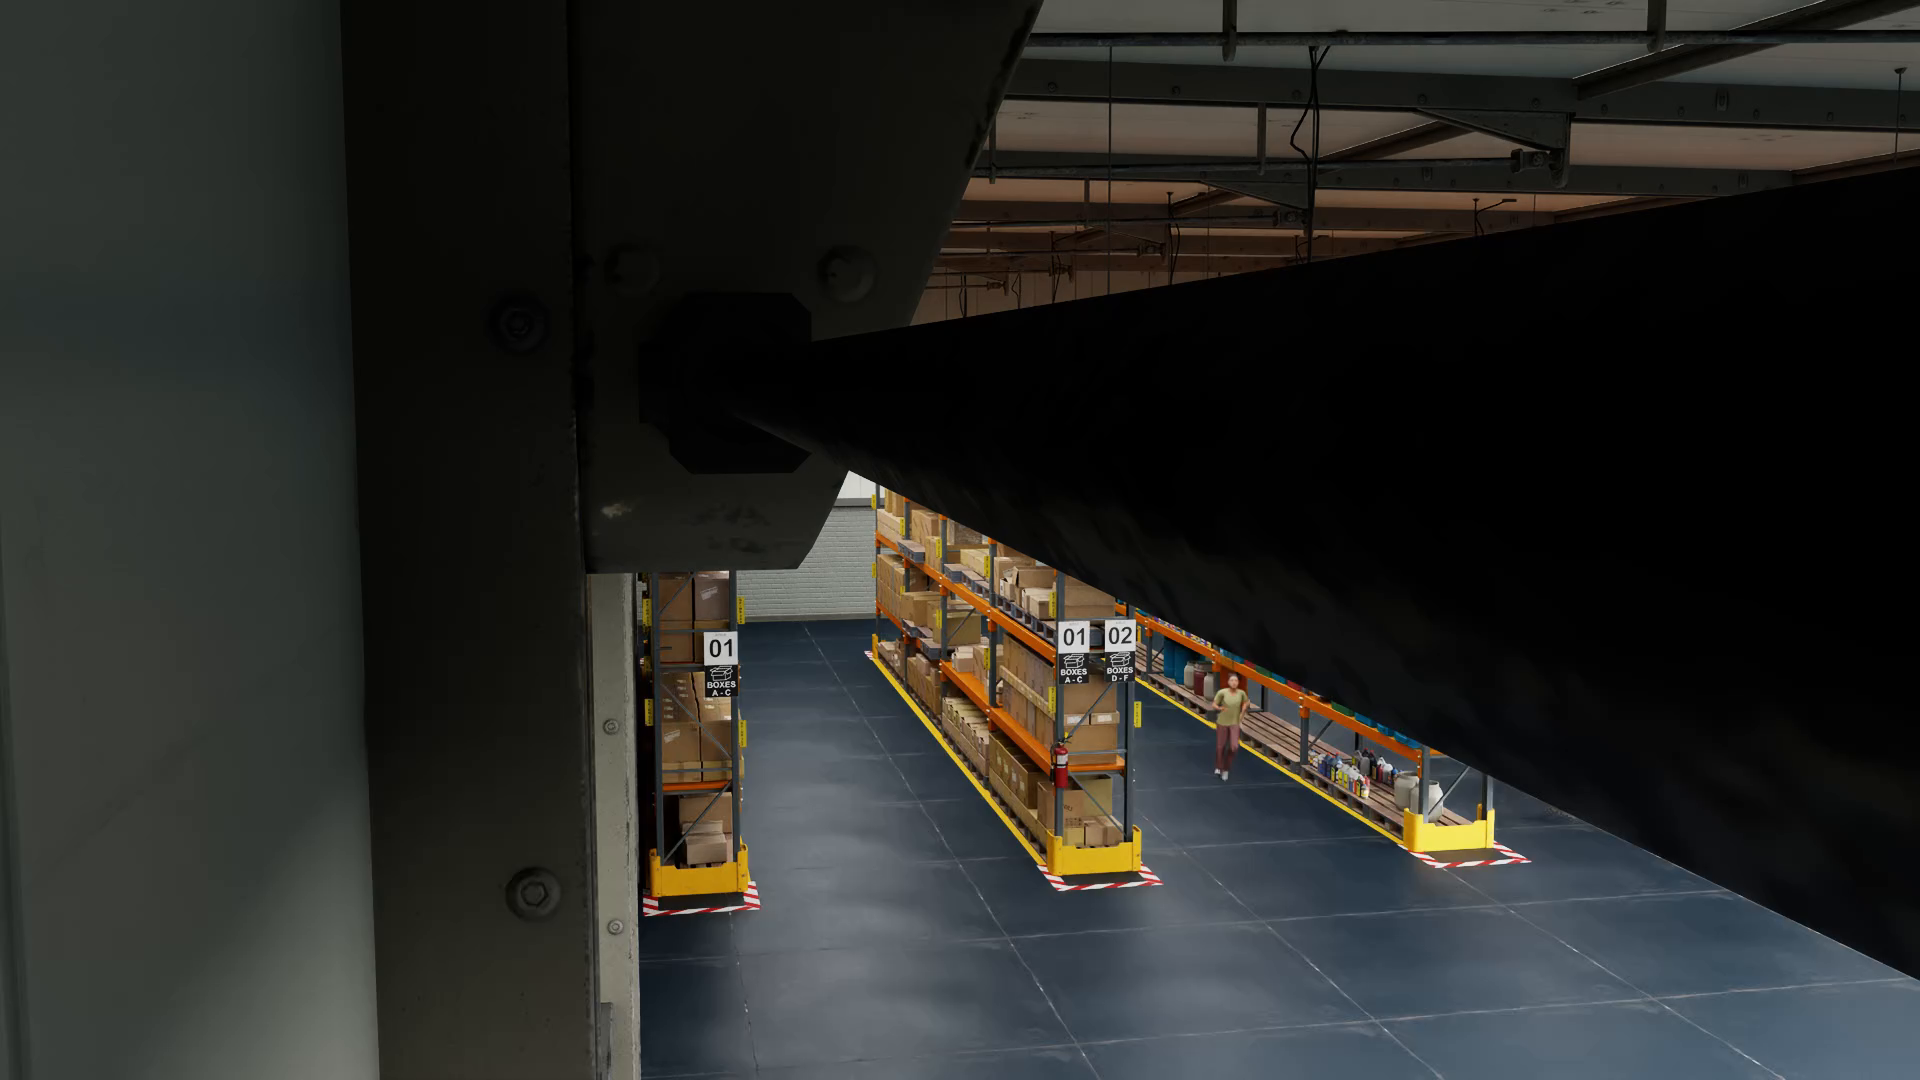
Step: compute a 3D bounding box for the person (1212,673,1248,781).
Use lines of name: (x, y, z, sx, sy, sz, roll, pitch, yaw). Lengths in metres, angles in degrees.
person: (4.177, 2.882, 25.692, 0.583, 1.684, 0.665, 0, 6, 3)
